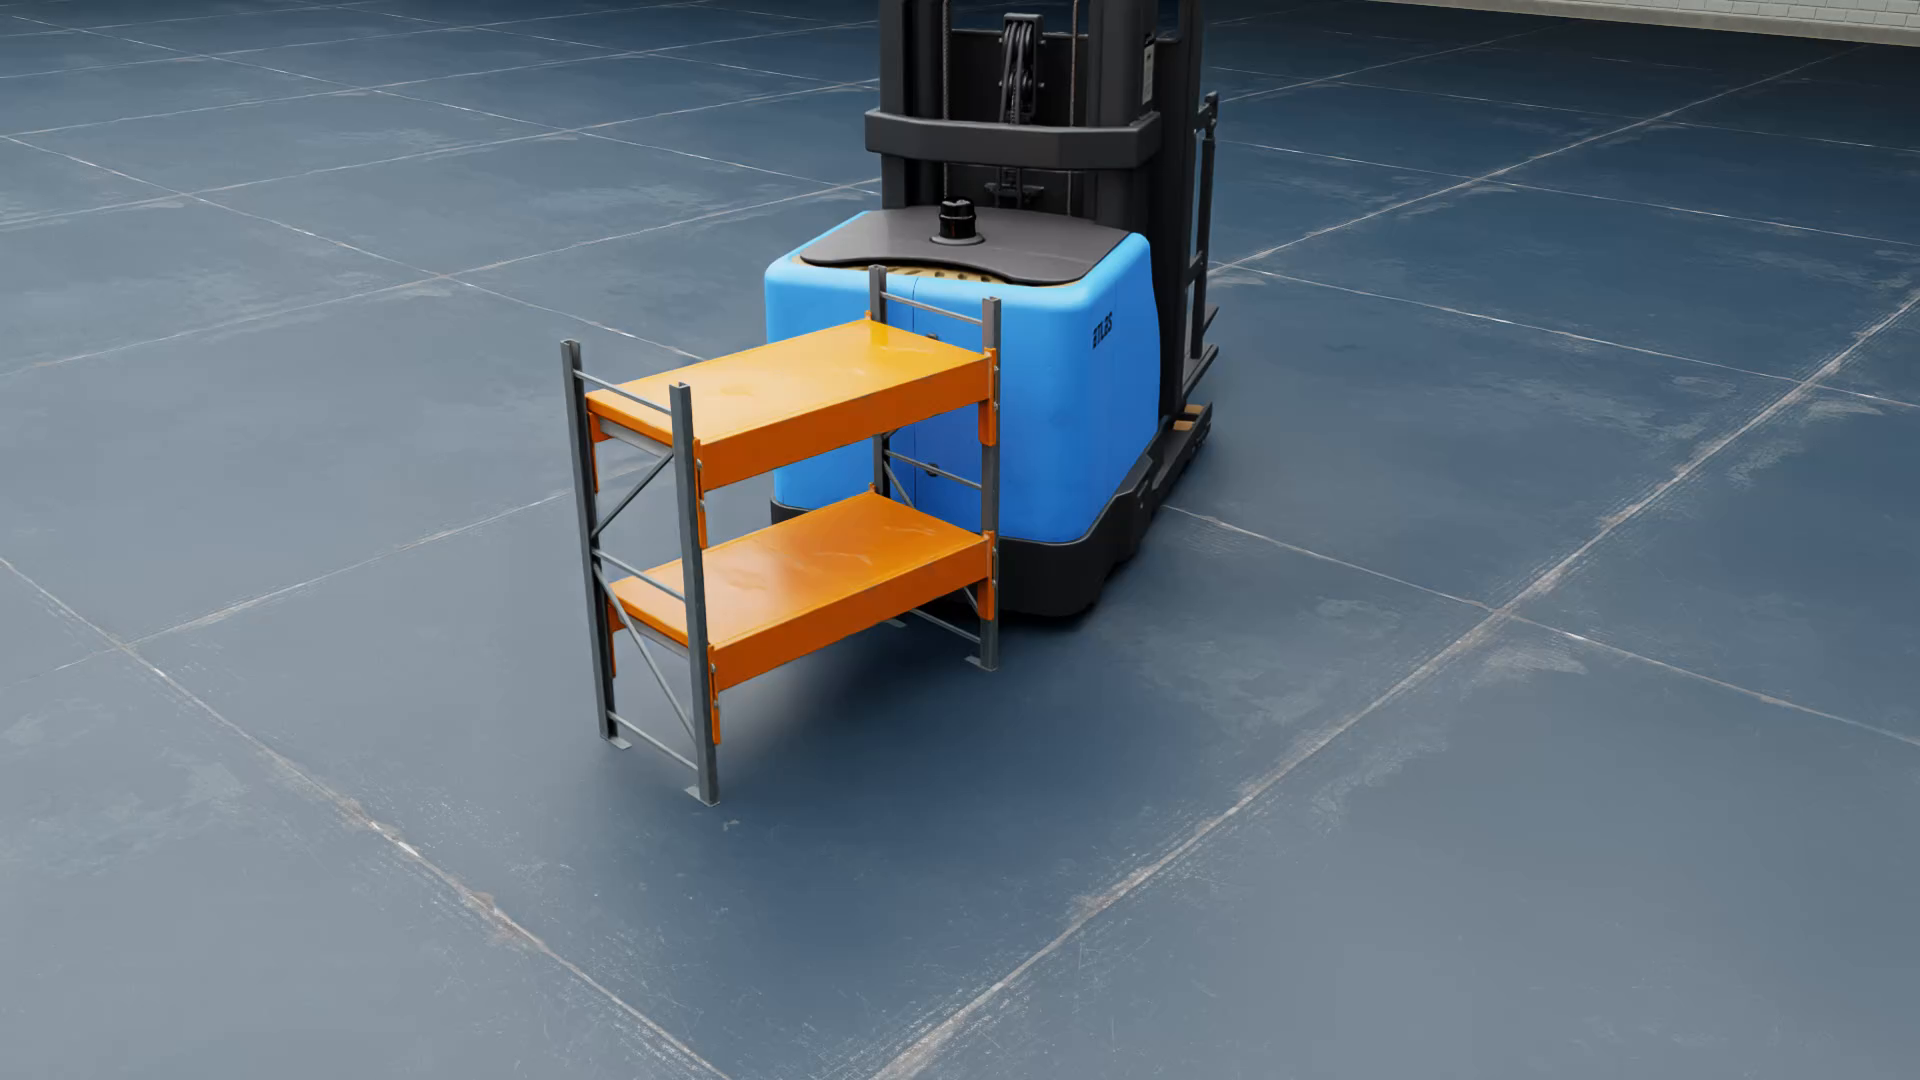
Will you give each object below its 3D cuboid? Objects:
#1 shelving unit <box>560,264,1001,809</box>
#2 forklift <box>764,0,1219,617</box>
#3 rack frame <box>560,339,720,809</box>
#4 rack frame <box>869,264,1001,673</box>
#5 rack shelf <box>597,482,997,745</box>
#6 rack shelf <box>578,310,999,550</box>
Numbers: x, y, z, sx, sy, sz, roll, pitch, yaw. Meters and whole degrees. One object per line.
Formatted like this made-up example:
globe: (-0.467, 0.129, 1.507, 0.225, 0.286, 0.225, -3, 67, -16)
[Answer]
shelving unit: (-0.437, -0.053, 4.494, 1.048, 1.125, 0.538, -22, 32, -40)
forklift: (0.362, -1.681, 5.918, 1.130, 2.935, 3.031, 8, 25, 18)
rack frame: (-0.799, 0.093, 4.168, 0.032, 1.125, 0.500, -22, 32, -40)
rack frame: (-0.075, -0.199, 4.820, 0.032, 1.125, 0.500, -22, 32, -40)
rack shelf: (-0.437, 0.170, 4.594, 1.000, 0.278, 0.538, -22, 32, -40)
rack shelf: (-0.437, -0.320, 4.374, 1.000, 0.278, 0.538, -22, 32, -40)
